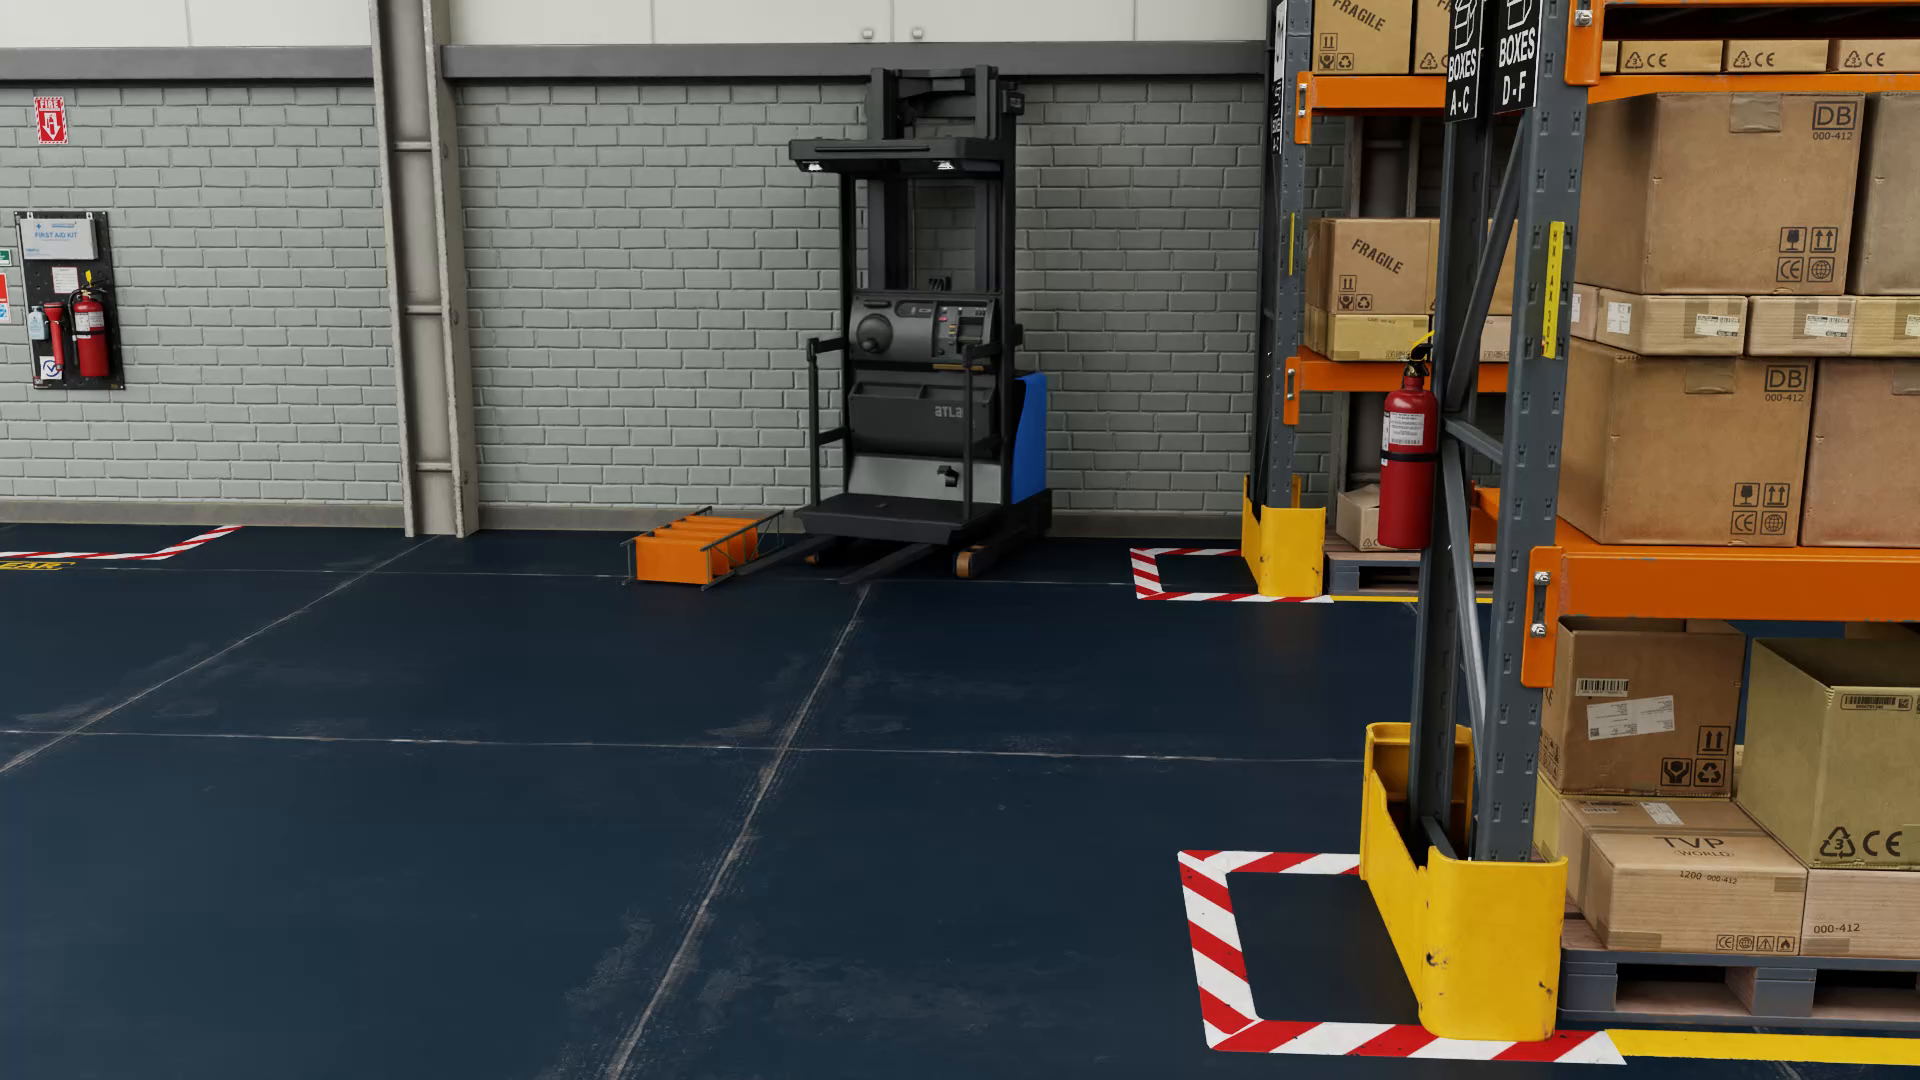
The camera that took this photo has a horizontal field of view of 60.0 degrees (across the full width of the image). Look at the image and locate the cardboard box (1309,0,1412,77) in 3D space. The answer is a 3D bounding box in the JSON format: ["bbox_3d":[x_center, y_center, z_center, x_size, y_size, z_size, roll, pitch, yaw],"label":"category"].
[{"bbox_3d":[2.126,-2.742,8.929,0.500,0.500,0.500,1,12,5],"label":"cardboard box"}]

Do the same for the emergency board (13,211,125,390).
[{"bbox_3d":[-5.884,-1.561,10.905,0.643,1.169,0.194,1,12,4],"label":"emergency board"}]

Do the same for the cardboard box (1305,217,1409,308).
[{"bbox_3d":[2.294,-1.611,9.628,0.500,0.500,0.500,1,12,3],"label":"cardboard box"}]

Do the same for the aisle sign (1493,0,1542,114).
[{"bbox_3d":[1.396,-1.469,4.115,0.004,0.787,0.394,1,12,4],"label":"aisle sign"}]

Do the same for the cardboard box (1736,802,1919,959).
[{"bbox_3d":[2.501,0.941,4.633,0.500,0.250,0.500,1,12,4],"label":"cardboard box"}]

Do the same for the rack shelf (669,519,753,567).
[{"bbox_3d":[-1.487,0.019,9.957,0.480,0.258,0.148,3,12,16],"label":"rack shelf"}]

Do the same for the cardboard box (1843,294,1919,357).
[{"bbox_3d":[2.372,-0.568,4.331,0.250,0.149,0.380,1,12,4],"label":"cardboard box"}]

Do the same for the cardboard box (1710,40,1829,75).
[{"bbox_3d":[4.221,-2.708,8.770,0.500,0.500,0.500,0,12,2],"label":"cardboard box"}]

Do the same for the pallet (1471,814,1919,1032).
[{"bbox_3d":[2.248,1.109,4.953,1.213,0.211,1.003,1,12,4],"label":"pallet"}]

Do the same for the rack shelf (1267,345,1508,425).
[{"bbox_3d":[3.805,-0.891,9.457,4.000,0.370,1.077,1,12,4],"label":"rack shelf"}]

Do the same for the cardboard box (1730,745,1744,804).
[{"bbox_3d":[2.536,0.834,5.147,0.500,0.250,0.500,1,12,4],"label":"cardboard box"}]

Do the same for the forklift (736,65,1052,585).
[{"bbox_3d":[-0.311,-1.302,9.832,1.130,2.935,3.031,5,13,22],"label":"forklift"}]

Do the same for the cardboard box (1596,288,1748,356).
[{"bbox_3d":[1.859,-0.575,4.364,0.250,0.149,0.380,1,12,3],"label":"cardboard box"}]

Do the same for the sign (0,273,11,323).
[{"bbox_3d":[-6.429,-1.607,11.038,0.234,0.329,0.001,1,12,4],"label":"sign"}]

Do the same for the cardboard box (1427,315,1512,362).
[{"bbox_3d":[2.794,-1.131,9.166,0.500,0.250,0.500,0,12,2],"label":"cardboard box"}]

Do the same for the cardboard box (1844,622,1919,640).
[{"bbox_3d":[3.036,0.472,5.042,0.500,0.500,0.500,1,12,4],"label":"cardboard box"}]

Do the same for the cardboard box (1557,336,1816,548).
[{"bbox_3d":[1.947,-0.298,4.623,0.500,0.500,0.700,1,12,4],"label":"cardboard box"}]

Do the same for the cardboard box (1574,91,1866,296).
[{"bbox_3d":[2.000,-0.932,4.487,0.500,0.500,0.700,1,12,4],"label":"cardboard box"}]

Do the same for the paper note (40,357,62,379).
[{"bbox_3d":[-6.056,-1.146,11.074,0.142,0.148,0.016,1,12,4],"label":"paper note"}]

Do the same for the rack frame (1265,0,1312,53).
[{"bbox_3d":[1.809,-4.207,8.900,0.127,3.000,1.000,1,12,4],"label":"rack frame"}]

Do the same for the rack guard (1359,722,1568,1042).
[{"bbox_3d":[1.458,0.965,4.934,0.348,0.500,1.175,1,12,4],"label":"rack guard"}]

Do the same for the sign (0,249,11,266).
[{"bbox_3d":[-6.425,-1.865,10.975,0.331,0.109,0.001,1,12,4],"label":"sign"}]

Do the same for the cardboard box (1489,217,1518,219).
[{"bbox_3d":[3.312,-1.596,9.555,0.500,0.500,0.500,0,12,2],"label":"cardboard box"}]

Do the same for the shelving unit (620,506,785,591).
[{"bbox_3d":[-1.506,0.033,9.894,0.503,0.258,1.200,3,12,16],"label":"shelving unit"}]

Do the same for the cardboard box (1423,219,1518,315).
[{"bbox_3d":[2.758,-1.497,9.084,0.500,0.500,0.500,1,12,4],"label":"cardboard box"}]

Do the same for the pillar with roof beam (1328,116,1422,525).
[{"bbox_3d":[2.278,-3.494,5.495,0.400,9.000,9.100,1,12,4],"label":"pillar with roof beam"}]

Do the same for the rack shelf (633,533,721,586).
[{"bbox_3d":[-1.615,0.110,9.524,0.480,0.258,0.148,3,12,16],"label":"rack shelf"}]

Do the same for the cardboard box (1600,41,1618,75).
[{"bbox_3d":[3.178,-2.721,8.829,0.500,0.500,0.500,1,12,6],"label":"cardboard box"}]

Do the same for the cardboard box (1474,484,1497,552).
[{"bbox_3d":[3.062,-0.134,9.574,0.500,0.311,0.500,2,12,8],"label":"cardboard box"}]

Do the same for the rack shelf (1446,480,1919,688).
[{"bbox_3d":[3.478,0.121,4.619,4.000,0.370,1.077,1,12,4],"label":"rack shelf"}]

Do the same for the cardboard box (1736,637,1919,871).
[{"bbox_3d":[2.501,0.574,4.555,0.500,0.500,0.500,1,12,4],"label":"cardboard box"}]

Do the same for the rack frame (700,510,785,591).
[{"bbox_3d":[-1.272,0.046,9.827,0.015,0.240,1.200,3,12,16],"label":"rack frame"}]

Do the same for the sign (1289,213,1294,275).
[{"bbox_3d":[1.773,-1.583,8.896,0.005,0.325,0.100,1,12,4],"label":"sign"}]
